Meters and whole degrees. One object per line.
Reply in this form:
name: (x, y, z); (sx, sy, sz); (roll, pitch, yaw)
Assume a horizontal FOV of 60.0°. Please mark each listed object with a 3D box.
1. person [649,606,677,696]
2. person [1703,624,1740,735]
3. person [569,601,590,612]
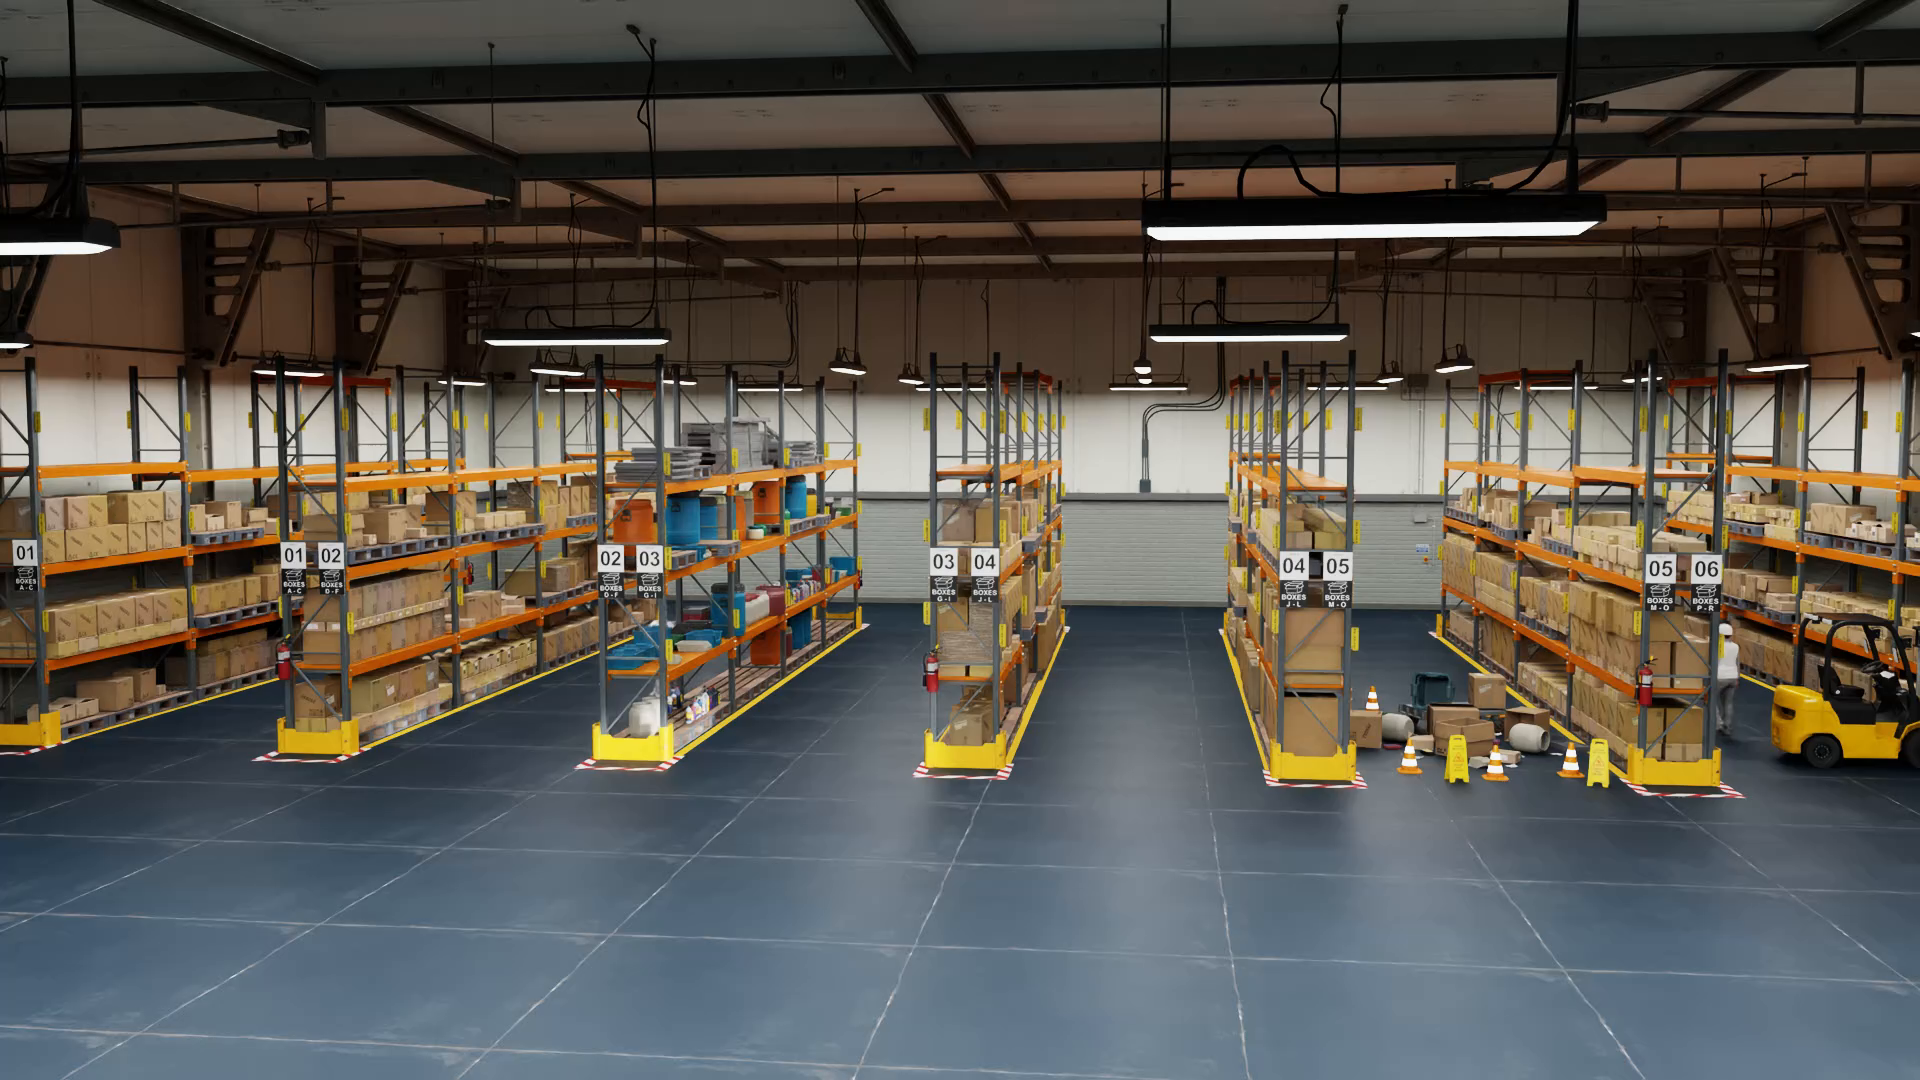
person: (-5.505, 2.010, 30.581); (0.474, 1.632, 0.992); (2, 5, 26)
person: (12.249, 2.241, 26.689); (0.567, 1.800, 0.389); (-1, 4, -18)
person: (-9.963, 1.041, 43.423); (0.651, 1.725, 1.061); (1, 4, 9)
